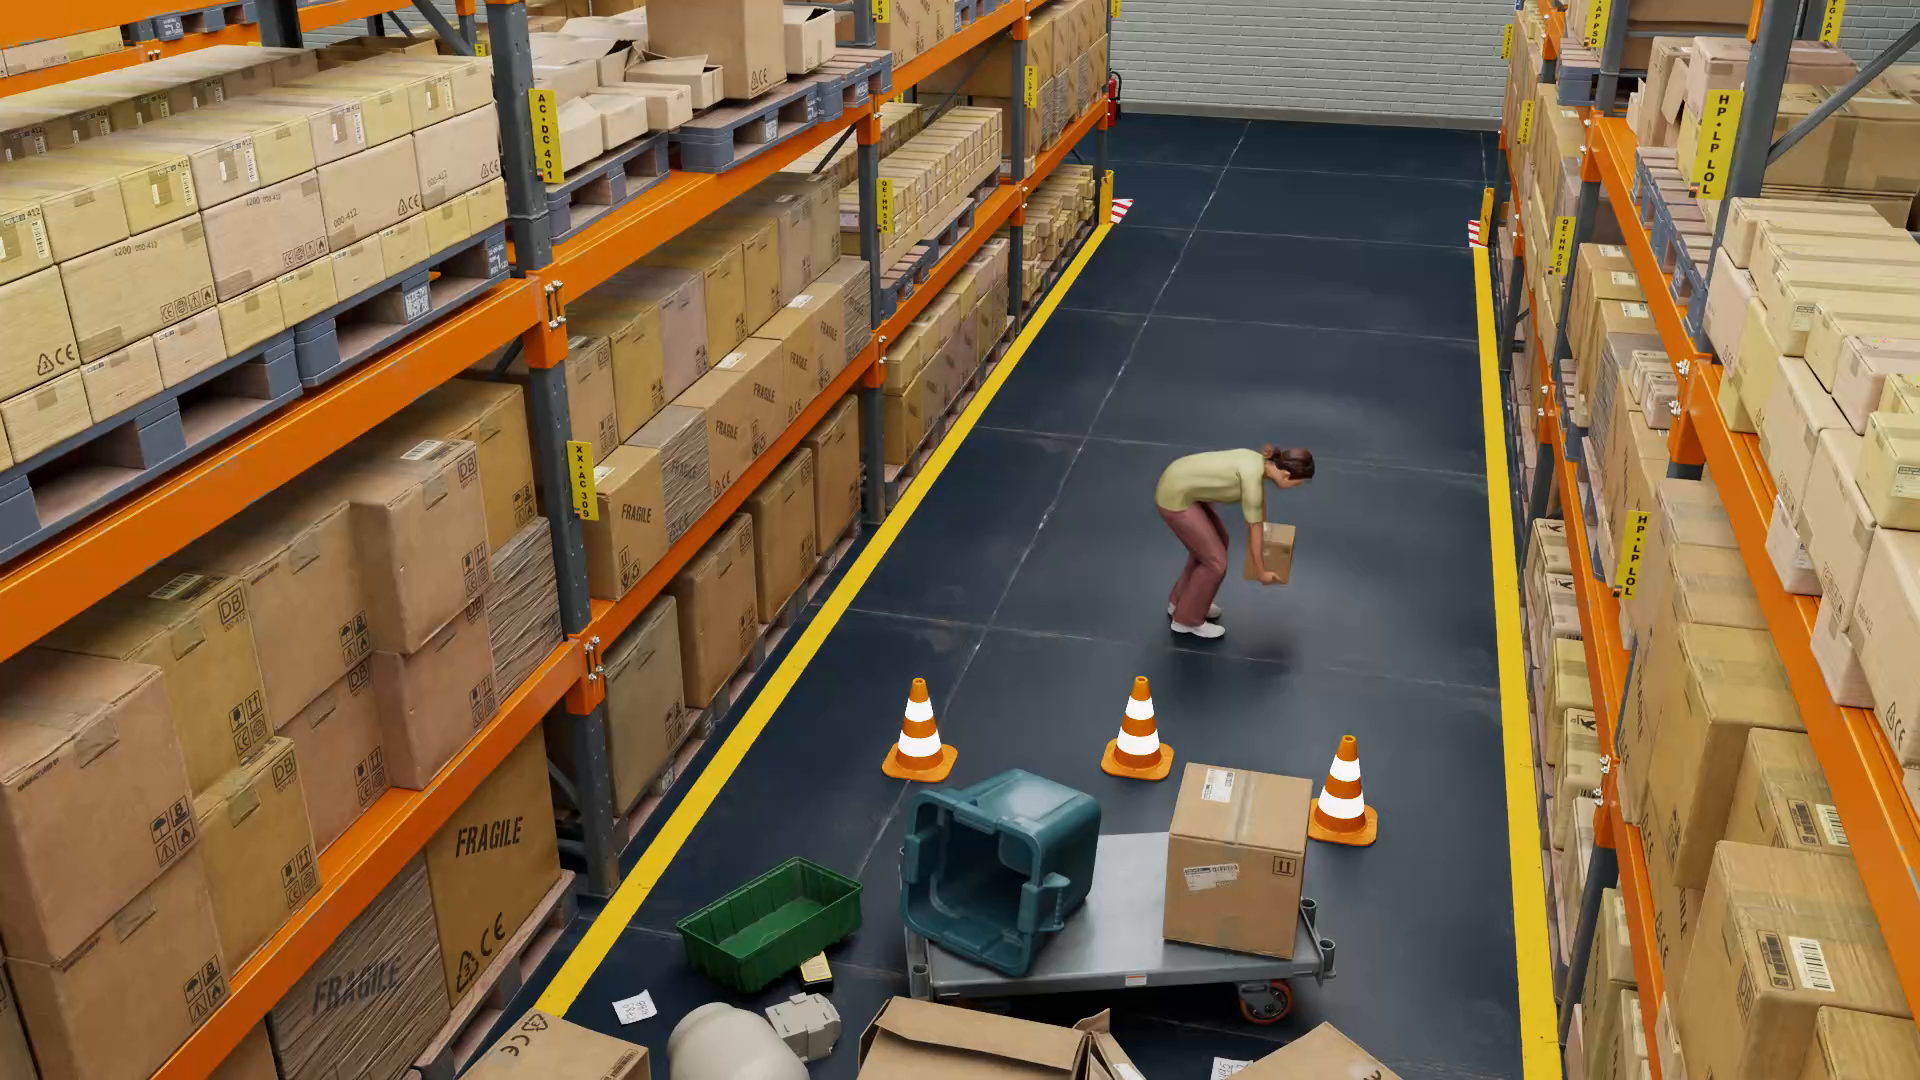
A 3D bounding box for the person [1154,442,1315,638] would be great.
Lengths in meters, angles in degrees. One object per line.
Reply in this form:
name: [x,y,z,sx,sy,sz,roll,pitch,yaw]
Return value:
person: [1.506,-0.019,9.273,0.853,1.143,0.440,5,26,11]
